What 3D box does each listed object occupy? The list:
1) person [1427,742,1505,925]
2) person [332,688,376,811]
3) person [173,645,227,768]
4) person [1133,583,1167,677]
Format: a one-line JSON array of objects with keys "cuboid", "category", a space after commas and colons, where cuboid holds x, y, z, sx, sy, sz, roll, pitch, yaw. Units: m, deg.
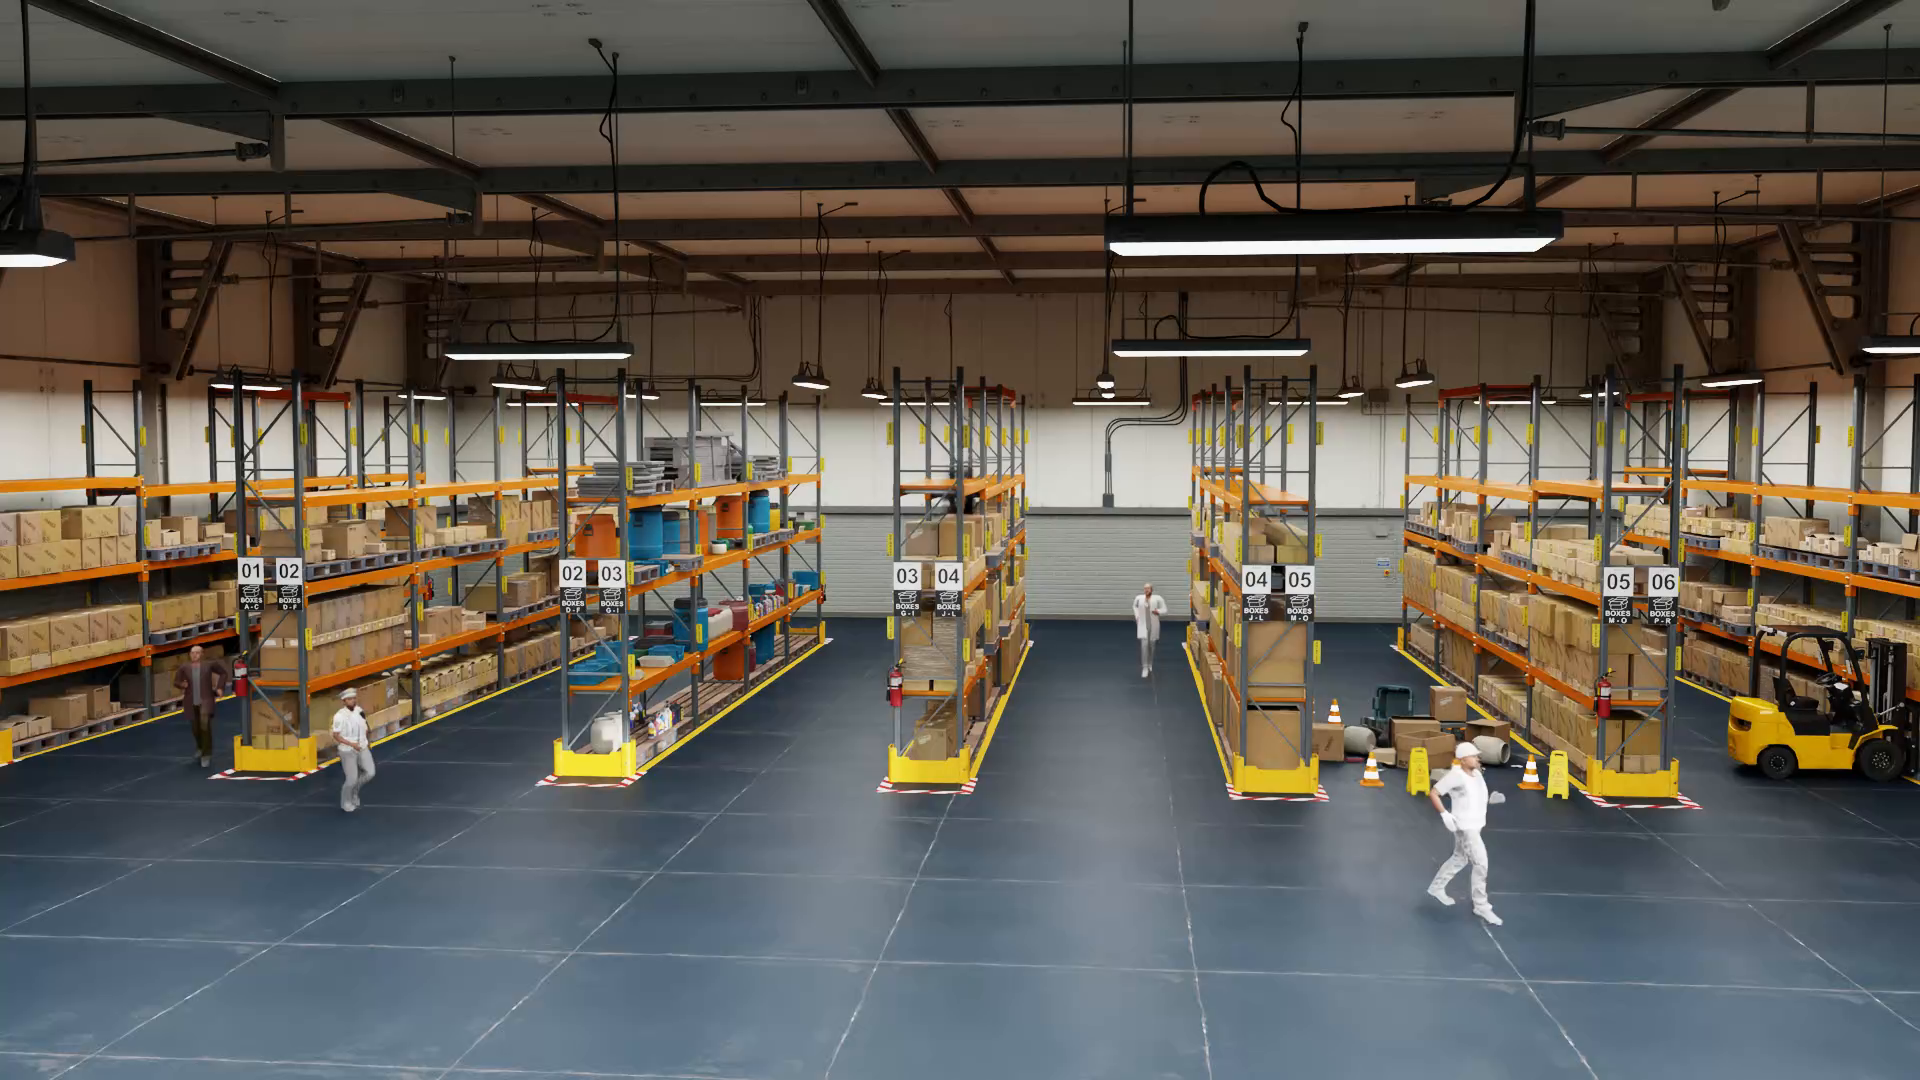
[{"cuboid": [5.272, 3.017, 17.324, 0.861, 1.827, 0.667, 3, 4, 37], "category": "person"}, {"cuboid": [-8.077, 2.793, 22.211, 0.552, 1.661, 0.590, 2, 4, 35], "category": "person"}, {"cuboid": [-11.641, 2.520, 25.454, 0.735, 1.834, 0.854, -1, 4, -11], "category": "person"}, {"cuboid": [3.778, 1.765, 33.079, 0.679, 1.829, 0.918, 0, 4, 7], "category": "person"}]
